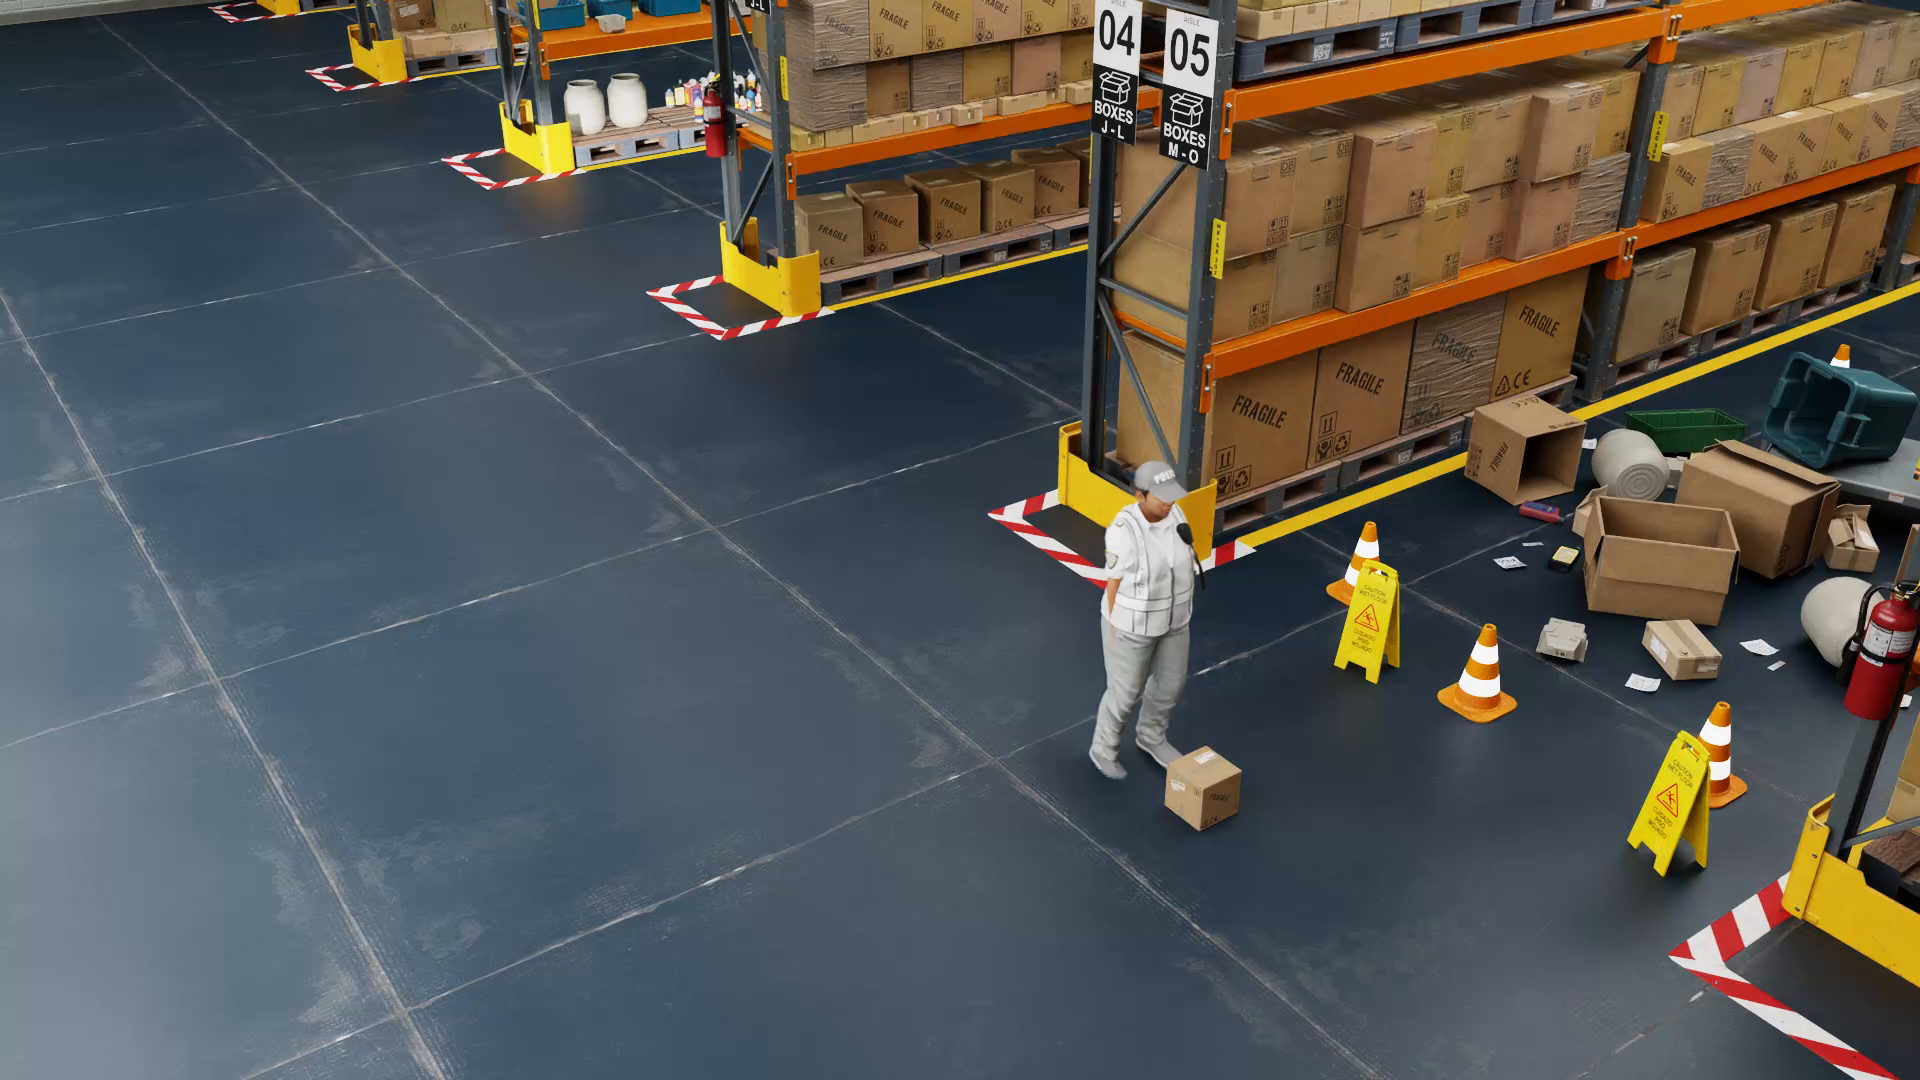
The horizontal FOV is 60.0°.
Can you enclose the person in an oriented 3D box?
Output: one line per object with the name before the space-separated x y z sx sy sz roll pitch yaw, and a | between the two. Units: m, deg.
person | 0.905 0.408 7.945 0.467 1.702 0.388 -18 34 -29
